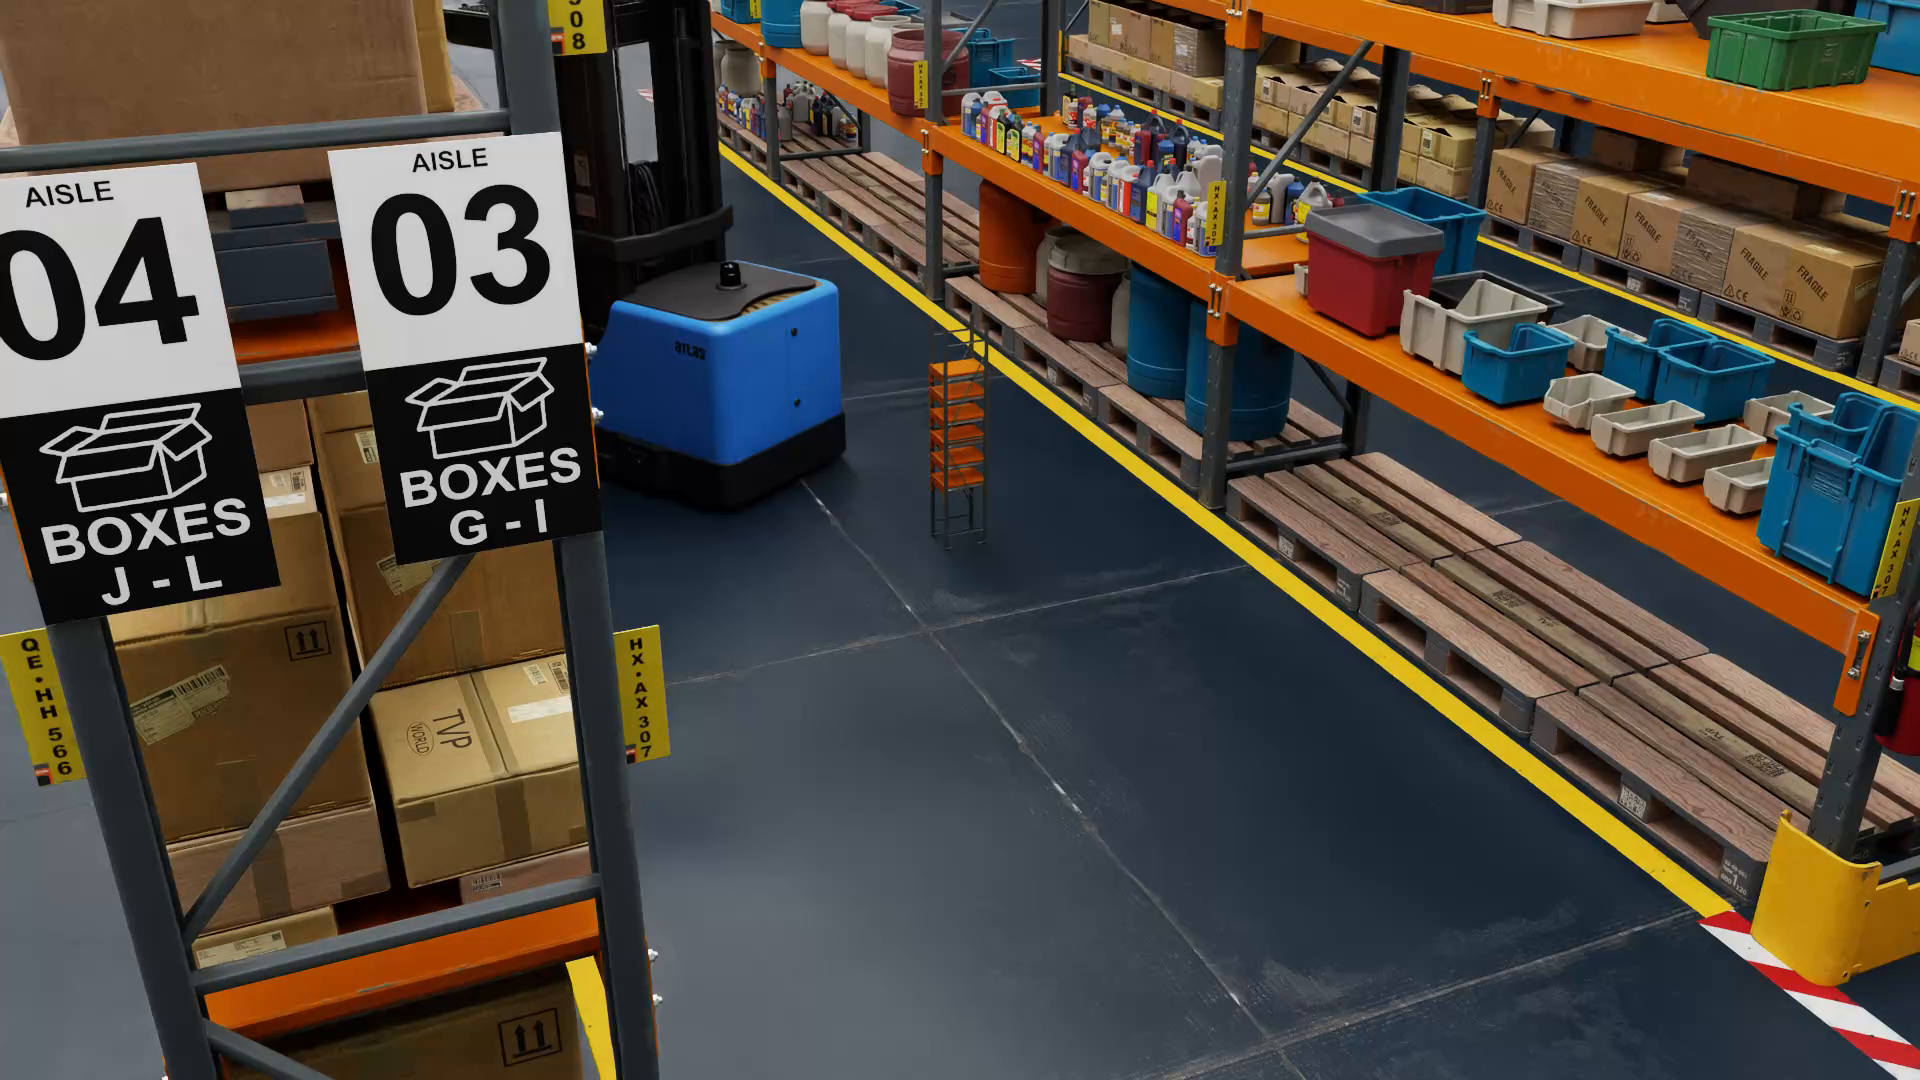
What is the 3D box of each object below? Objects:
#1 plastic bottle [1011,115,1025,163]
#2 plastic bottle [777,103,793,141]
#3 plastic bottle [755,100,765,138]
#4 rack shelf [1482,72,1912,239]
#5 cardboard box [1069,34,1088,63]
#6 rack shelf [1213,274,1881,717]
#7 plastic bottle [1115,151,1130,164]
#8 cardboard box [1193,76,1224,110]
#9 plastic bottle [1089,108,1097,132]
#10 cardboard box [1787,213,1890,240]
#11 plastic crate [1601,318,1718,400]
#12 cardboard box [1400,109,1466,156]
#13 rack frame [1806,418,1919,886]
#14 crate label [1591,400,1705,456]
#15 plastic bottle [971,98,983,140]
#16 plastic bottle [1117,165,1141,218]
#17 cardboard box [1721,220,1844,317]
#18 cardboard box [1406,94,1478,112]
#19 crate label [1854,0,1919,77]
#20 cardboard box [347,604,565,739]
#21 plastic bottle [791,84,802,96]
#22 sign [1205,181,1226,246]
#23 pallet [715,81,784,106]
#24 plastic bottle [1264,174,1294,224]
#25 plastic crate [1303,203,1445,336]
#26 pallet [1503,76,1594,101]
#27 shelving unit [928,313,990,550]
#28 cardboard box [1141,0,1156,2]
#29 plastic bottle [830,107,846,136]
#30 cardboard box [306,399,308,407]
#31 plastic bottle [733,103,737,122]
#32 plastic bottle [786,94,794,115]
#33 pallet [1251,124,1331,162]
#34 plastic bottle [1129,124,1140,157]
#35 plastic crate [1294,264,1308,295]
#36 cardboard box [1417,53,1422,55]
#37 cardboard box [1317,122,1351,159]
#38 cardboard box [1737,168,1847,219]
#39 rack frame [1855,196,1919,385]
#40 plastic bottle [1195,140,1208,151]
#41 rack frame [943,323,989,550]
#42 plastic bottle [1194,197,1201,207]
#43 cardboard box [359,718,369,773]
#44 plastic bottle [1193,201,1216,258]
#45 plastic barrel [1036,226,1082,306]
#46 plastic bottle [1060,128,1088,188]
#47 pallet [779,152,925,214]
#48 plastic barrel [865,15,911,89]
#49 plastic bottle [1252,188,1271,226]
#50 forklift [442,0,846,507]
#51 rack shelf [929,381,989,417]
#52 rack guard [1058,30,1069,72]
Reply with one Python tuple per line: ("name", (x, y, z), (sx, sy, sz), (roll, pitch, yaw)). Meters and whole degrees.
("plastic bottle", (0.383, -2.604, 10.798), (0.061, 0.283, 0.133), (-11, 28, -21))
("plastic bottle", (-1.722, -4.086, 16.218), (0.144, 0.351, 0.185), (-11, 28, -21))
("plastic bottle", (-1.930, -4.139, 16.326), (0.144, 0.351, 0.185), (-12, 29, -23))
("rack shelf", (5.571, -2.947, 12.188), (1.077, 0.370, 4.000), (-11, 28, -21))
("cardboard box", (1.660, -6.006, 20.288), (0.500, 0.250, 0.500), (-11, 28, -21))
("rack shelf", (2.578, -0.483, 7.141), (1.077, 0.370, 4.000), (-11, 28, -21))
("plastic bottle", (0.967, -2.187, 9.958), (0.097, 0.271, 0.097), (0, 26, 0))
("cardboard box", (2.839, -4.796, 17.809), (0.500, 0.250, 0.500), (-11, 28, -21))
("plastic bottle", (0.937, -2.867, 11.430), (0.097, 0.201, 0.097), (0, 26, 0))
("cardboard box", (6.170, -1.988, 11.751), (0.500, 0.500, 0.500), (-10, 28, -20))
("plastic crate", (2.935, -0.760, 7.009), (0.416, 0.233, 0.300), (-11, 28, -21))
("cardboard box", (4.147, -3.661, 14.846), (0.500, 0.311, 0.500), (-11, 28, -21))
("rack frame", (3.362, 0.001, 5.329), (1.000, 3.000, 0.127), (-11, 28, -21))
("crate label", (2.644, -0.433, 6.451), (0.396, 0.136, 0.243), (-11, 28, -21))
("plastic bottle", (0.121, -2.889, 11.395), (0.097, 0.271, 0.097), (0, 26, 0))
("plastic bottle", (1.003, -2.013, 9.595), (0.152, 0.276, 0.135), (-11, 28, -21))
("cardboard box", (5.712, -1.889, 11.547), (0.500, 0.500, 0.500), (-10, 28, -20))
("cardboard box", (4.442, -3.962, 15.462), (0.500, 0.311, 0.500), (-11, 28, -22))
("crate label", (3.298, -1.708, 5.580), (0.408, 0.251, 0.502), (-11, 28, -21))
("cardboard box", (-1.345, 0.337, 4.473), (0.500, 0.250, 0.500), (-11, 28, -21))
("plastic bottle", (-1.708, -4.659, 17.477), (0.152, 0.276, 0.135), (-10, 28, -20))
("sign", (1.288, -1.644, 8.384), (0.100, 0.325, 0.005), (-11, 28, -21))
("pallet", (-2.518, -4.854, 18.450), (1.003, 0.211, 1.213), (-11, 28, -21))
("plastic bottle", (1.821, -1.958, 9.483), (0.152, 0.276, 0.135), (-11, 28, -21))
("plastic crate", (1.914, -1.266, 7.783), (0.402, 0.464, 0.583), (-11, 28, -21))
("pallet", (5.118, -3.730, 13.190), (1.213, 0.211, 1.003), (-11, 28, -21))
("shelving unit", (-0.006, -0.545, 8.499), (0.258, 1.200, 0.189), (-11, 28, -21))
("cardboard box", (2.139, -6.433, 20.306), (0.500, 0.500, 0.500), (-11, 28, -21))
("plastic bottle", (-1.211, -4.147, 16.428), (0.152, 0.276, 0.135), (-10, 28, -19))
("cardboard box", (-2.144, -0.823, 5.995), (0.500, 0.500, 0.500), (-10, 28, -20))
("plastic bottle", (-2.269, -4.394, 17.019), (0.097, 0.201, 0.097), (0, 26, 0))
("plastic bottle", (-1.761, -4.541, 17.320), (0.097, 0.201, 0.097), (0, 26, 0))
("pallet", (3.546, -4.149, 17.007), (1.003, 0.211, 1.213), (-11, 28, -21))
("plastic bottle", (1.165, -2.631, 10.947), (0.097, 0.201, 0.097), (0, 26, 0))
("plastic crate", (1.846, -1.310, 8.246), (0.396, 0.136, 0.243), (-11, 28, -21))
("cardboard box", (4.181, -4.281, 14.385), (0.380, 0.149, 0.250), (-11, 28, -21))
("cardboard box", (3.754, -3.820, 15.810), (0.500, 0.250, 0.500), (-10, 28, -20))
("cardboard box", (5.998, -2.516, 11.976), (0.500, 0.250, 0.500), (-11, 28, -20))
("rack frame", (6.354, -2.463, 10.376), (1.000, 3.000, 0.127), (-11, 28, -21))
("plastic bottle", (1.491, -2.327, 10.244), (0.097, 0.271, 0.097), (0, 26, 0))
("rack frame", (0.030, -0.508, 8.423), (0.240, 1.200, 0.006), (-11, 28, -21))
("plastic bottle", (1.308, -1.805, 9.253), (0.097, 0.201, 0.097), (0, 26, 0))
("cardboard box", (-1.828, 0.431, 4.281), (0.500, 0.250, 0.500), (-11, 28, -21))
("plastic bottle", (1.343, -1.662, 8.876), (0.152, 0.276, 0.135), (-11, 28, -21))
("plastic barrel", (0.739, -1.892, 11.564), (0.421, 0.512, 0.421), (0, 26, 0))
("plastic bottle", (0.703, -2.351, 10.203), (0.144, 0.351, 0.185), (-11, 28, -21))
("pallet", (-0.994, -3.280, 15.227), (1.003, 0.211, 1.213), (-11, 28, -21))
("plastic barrel", (-0.536, -3.827, 13.043), (0.421, 0.512, 0.421), (0, 26, 0))
("plastic bottle", (1.714, -1.896, 9.440), (0.097, 0.201, 0.097), (0, 26, 0))
("forklift", (-2.158, -1.990, 9.485), (3.031, 2.935, 1.130), (17, 31, 31))
("rack shelf", (-0.006, -0.721, 8.413), (0.258, 0.103, 0.180), (-11, 28, -21))
("rack guard", (1.646, -6.194, 20.867), (1.175, 0.500, 0.348), (-11, 28, -21))
